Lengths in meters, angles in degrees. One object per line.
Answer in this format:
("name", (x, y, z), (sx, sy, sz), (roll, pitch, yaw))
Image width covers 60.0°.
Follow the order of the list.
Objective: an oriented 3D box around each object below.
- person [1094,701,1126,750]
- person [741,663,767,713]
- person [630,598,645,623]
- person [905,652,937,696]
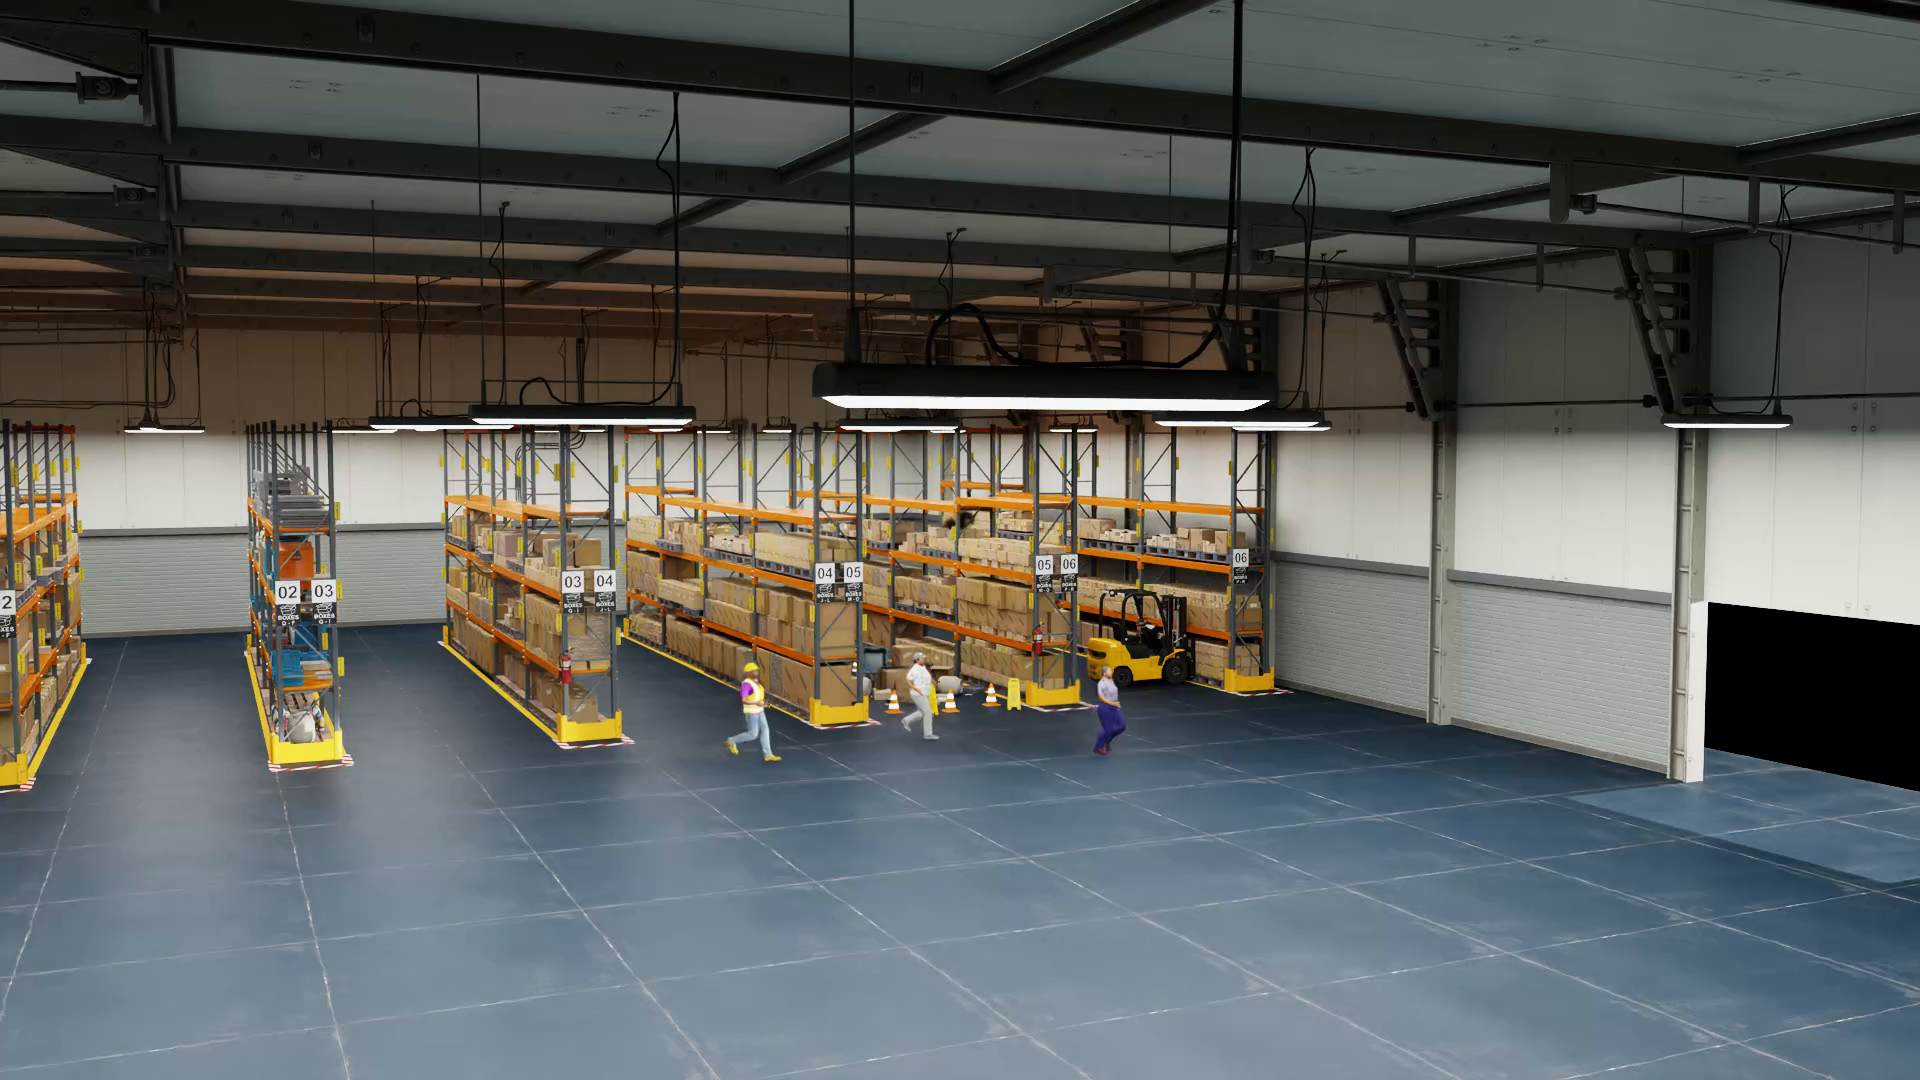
("person", (2.685, 3.329, 29.905), (0.555, 0.911, 0.413), (2, 4, 25))
("person", (-3.598, 2.592, 29.189), (0.597, 0.877, 0.714), (1, 4, 14))
("person", (-9.443, 2.108, 49.114), (0.676, 0.965, 0.454), (-2, 4, -30))
("person", (-0.699, 2.523, 31.422), (0.515, 0.803, 0.620), (1, 4, 18))
